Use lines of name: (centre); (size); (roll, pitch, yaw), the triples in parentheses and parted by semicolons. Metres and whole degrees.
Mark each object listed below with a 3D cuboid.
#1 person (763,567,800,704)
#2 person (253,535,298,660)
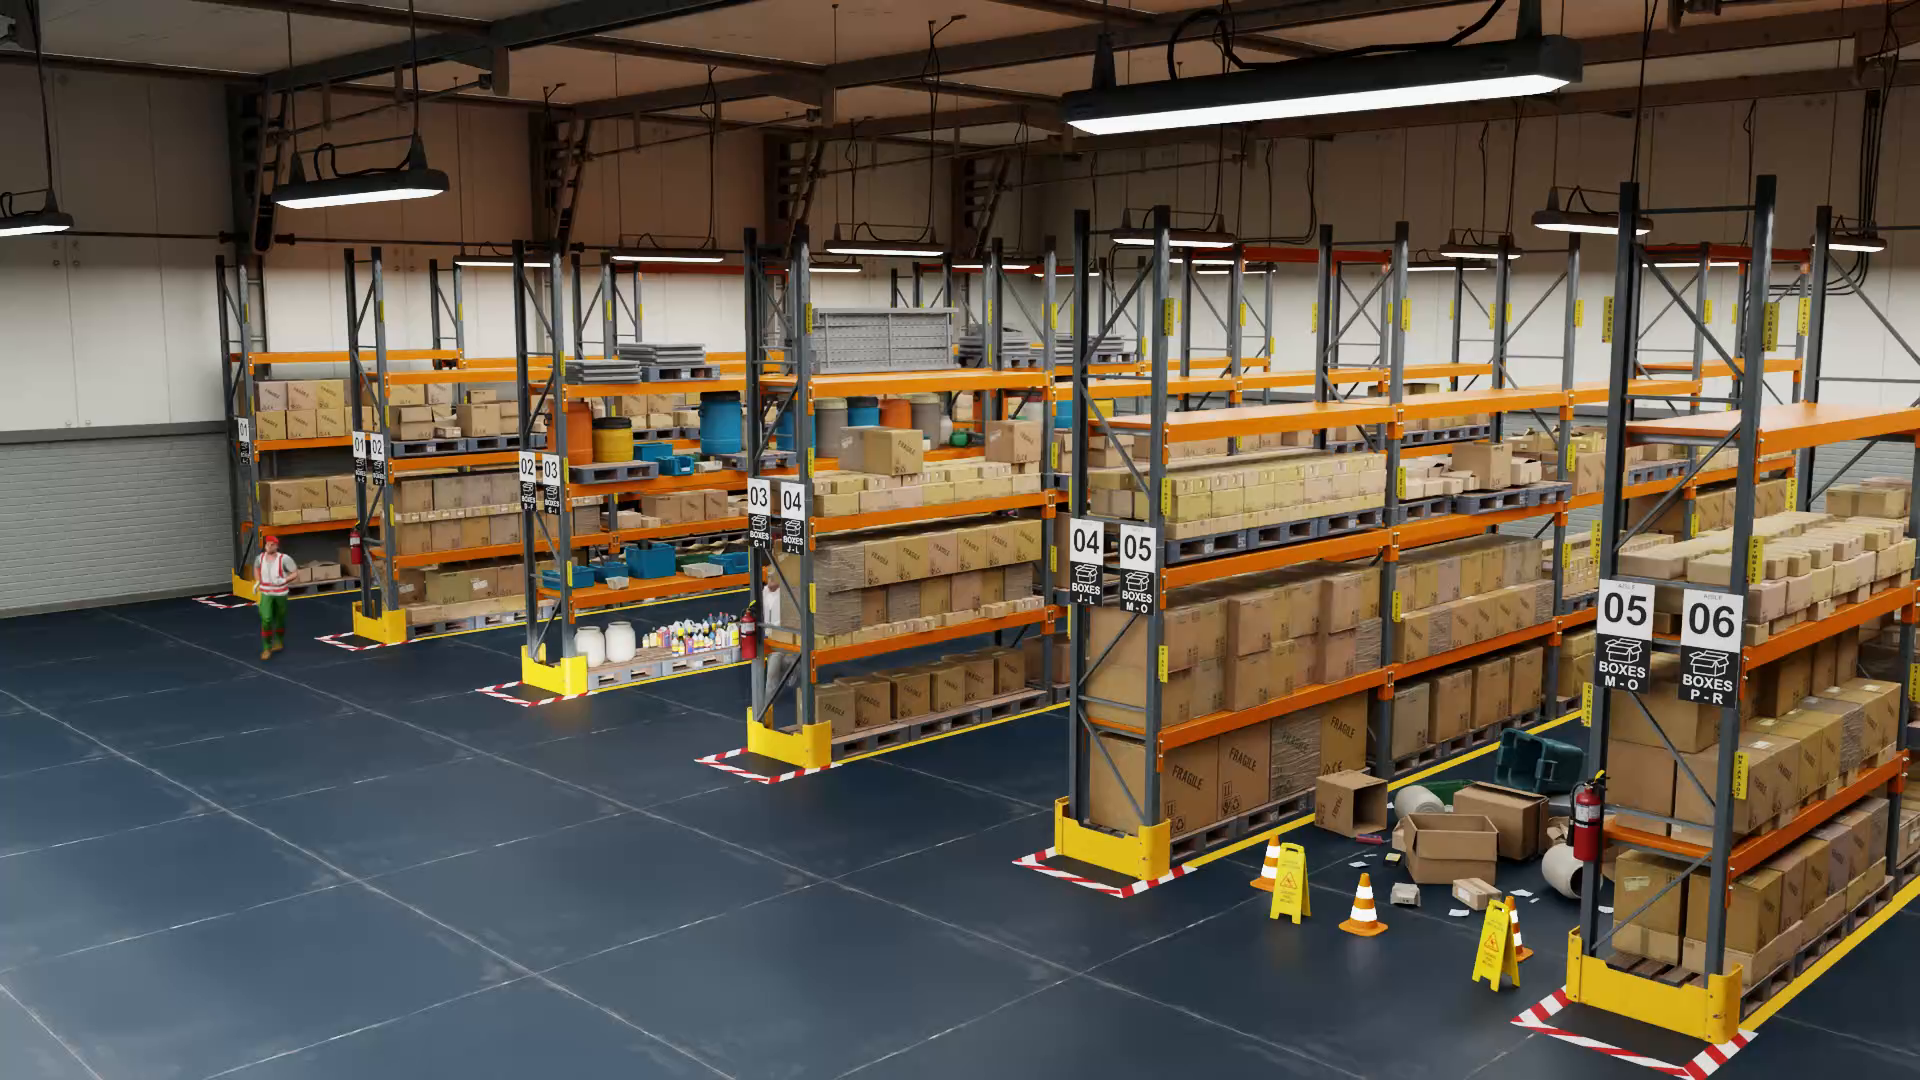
person: (-2.373, 1.211, 21.852); (0.686, 1.784, 1.018); (4, 9, 27)
person: (-10.044, 0.802, 24.423); (0.647, 1.777, 0.869); (-2, 8, -12)
